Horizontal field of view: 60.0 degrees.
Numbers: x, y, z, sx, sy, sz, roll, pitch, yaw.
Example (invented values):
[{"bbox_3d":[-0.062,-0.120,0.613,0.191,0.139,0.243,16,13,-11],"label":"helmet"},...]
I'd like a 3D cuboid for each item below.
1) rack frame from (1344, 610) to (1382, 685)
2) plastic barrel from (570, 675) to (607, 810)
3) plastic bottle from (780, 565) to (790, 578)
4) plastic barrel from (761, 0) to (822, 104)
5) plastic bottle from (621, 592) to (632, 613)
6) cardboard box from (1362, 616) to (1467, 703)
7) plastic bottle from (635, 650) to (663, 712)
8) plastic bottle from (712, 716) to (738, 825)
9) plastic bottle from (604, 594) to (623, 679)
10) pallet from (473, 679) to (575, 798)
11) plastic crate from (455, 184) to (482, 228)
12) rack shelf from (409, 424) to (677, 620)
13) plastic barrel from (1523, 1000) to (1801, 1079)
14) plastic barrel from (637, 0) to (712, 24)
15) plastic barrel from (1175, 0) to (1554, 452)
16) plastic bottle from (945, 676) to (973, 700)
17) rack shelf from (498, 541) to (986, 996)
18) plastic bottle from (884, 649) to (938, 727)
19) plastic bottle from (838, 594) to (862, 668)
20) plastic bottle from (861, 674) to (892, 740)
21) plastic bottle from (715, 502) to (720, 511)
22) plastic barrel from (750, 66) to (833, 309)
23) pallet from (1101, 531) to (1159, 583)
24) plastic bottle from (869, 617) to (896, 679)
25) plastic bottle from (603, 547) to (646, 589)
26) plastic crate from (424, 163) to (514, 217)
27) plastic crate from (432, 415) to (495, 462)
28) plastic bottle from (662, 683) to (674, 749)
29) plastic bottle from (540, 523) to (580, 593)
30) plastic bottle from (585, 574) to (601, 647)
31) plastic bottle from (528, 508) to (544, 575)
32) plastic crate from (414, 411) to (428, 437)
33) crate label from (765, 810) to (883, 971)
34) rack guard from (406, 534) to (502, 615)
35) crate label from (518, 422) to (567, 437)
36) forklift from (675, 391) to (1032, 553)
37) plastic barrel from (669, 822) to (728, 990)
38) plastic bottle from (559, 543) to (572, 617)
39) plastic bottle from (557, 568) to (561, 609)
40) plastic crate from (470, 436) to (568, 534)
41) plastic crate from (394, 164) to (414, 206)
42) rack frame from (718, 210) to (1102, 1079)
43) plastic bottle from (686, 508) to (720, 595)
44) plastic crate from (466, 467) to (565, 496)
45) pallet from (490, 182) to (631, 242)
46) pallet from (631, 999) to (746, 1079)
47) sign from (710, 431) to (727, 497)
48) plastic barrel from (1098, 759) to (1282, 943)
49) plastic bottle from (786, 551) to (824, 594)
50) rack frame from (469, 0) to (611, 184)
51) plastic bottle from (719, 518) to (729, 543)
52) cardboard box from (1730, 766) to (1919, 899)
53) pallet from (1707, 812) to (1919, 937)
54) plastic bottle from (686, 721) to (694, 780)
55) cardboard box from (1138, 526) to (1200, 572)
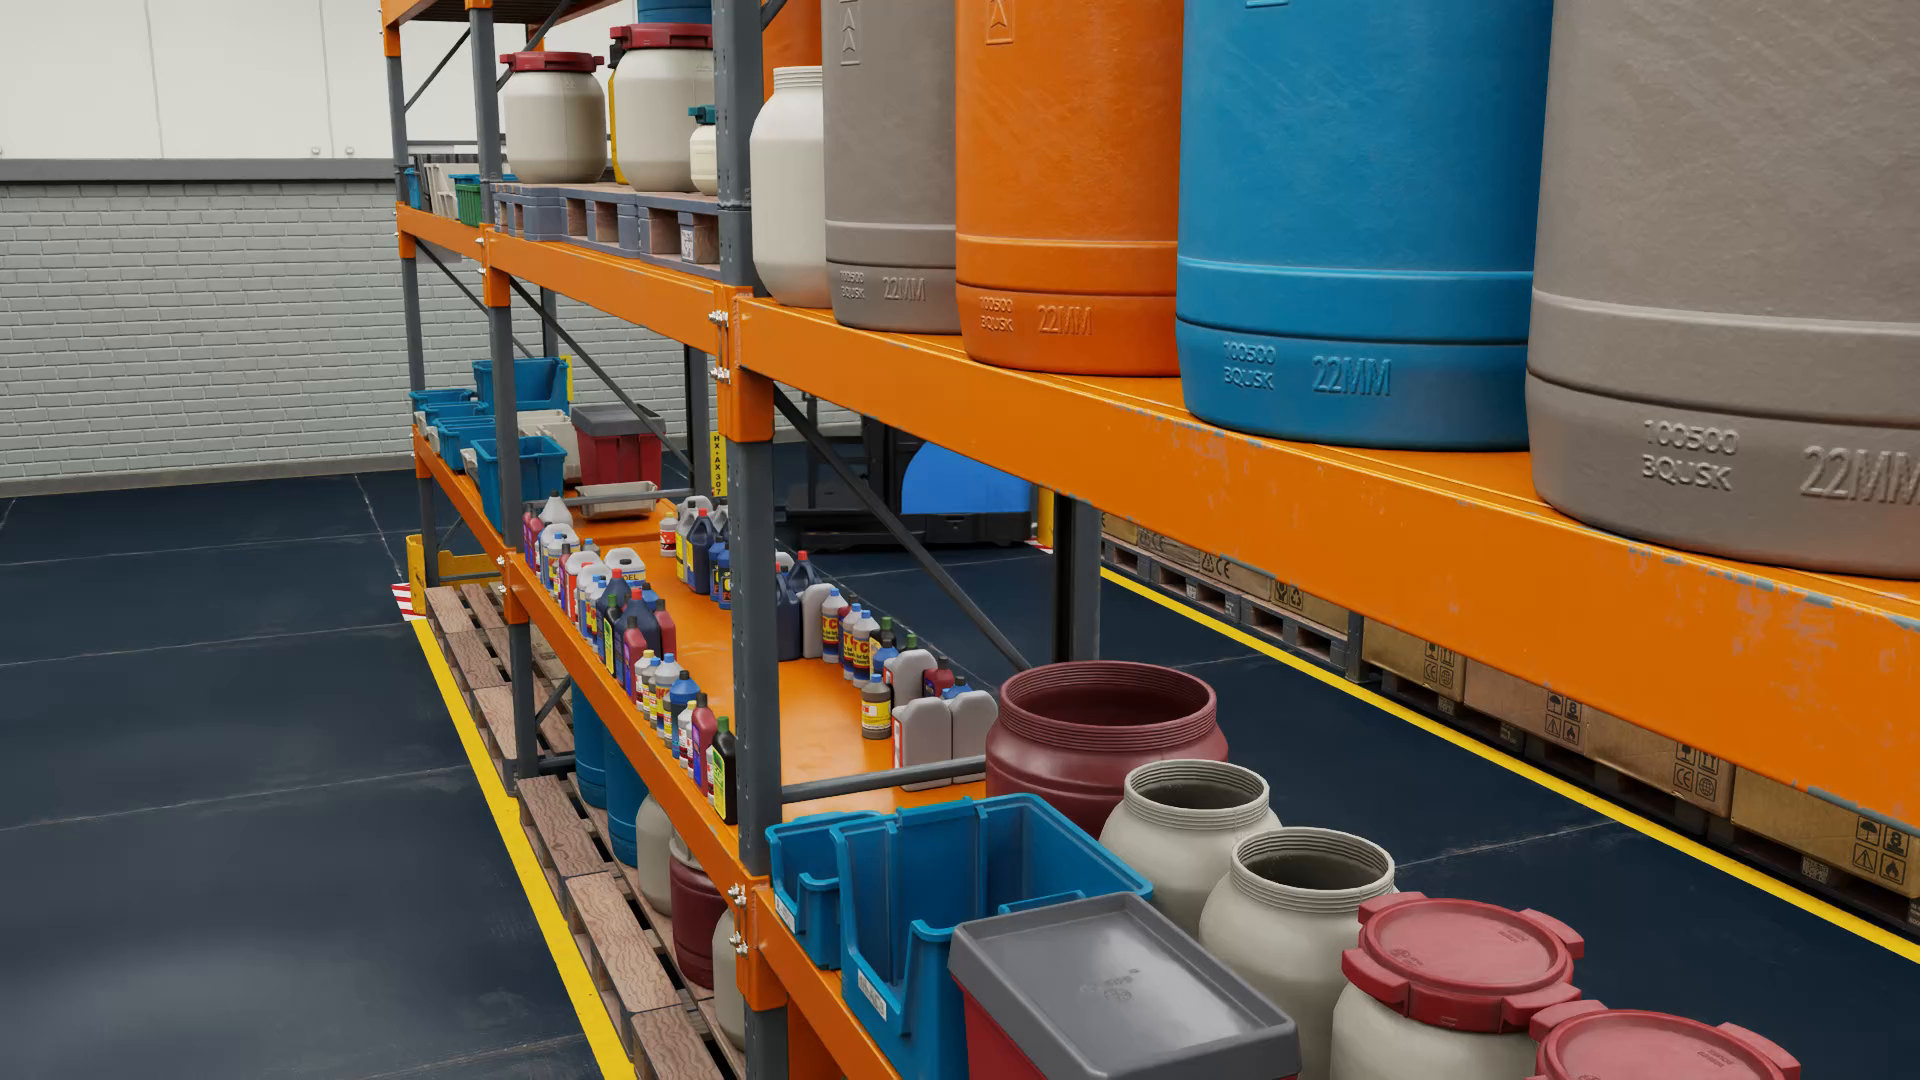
[{"bbox_3d":[2.836,-0.639,9.979,1.000,3.000,0.127,-6,14,-23],"label":"rack frame"},{"bbox_3d":[-1.500,0.740,7.743,0.600,0.901,0.708,-6,14,-23],"label":"plastic barrel"},{"bbox_3d":[-0.684,0.233,6.496,0.097,0.271,0.097,0,13,0],"label":"plastic bottle"},{"bbox_3d":[-0.325,-1.358,4.549,0.600,0.830,0.708,-6,14,-23],"label":"plastic barrel"},{"bbox_3d":[-1.183,0.339,6.011,0.061,0.283,0.133,-6,14,-23],"label":"plastic bottle"},{"bbox_3d":[3.111,0.322,9.607,1.225,0.875,0.875,-6,14,-23],"label":"cardboard box"},{"bbox_3d":[-1.048,0.472,5.617,0.097,0.201,0.097,0,13,0],"label":"plastic bottle"},{"bbox_3d":[-0.653,0.646,4.683,0.061,0.283,0.133,-6,14,-23],"label":"plastic bottle"},{"bbox_3d":[-1.238,0.345,5.987,0.061,0.283,0.133,-6,14,-23],"label":"plastic bottle"},{"bbox_3d":[-2.032,1.018,9.001,1.003,0.211,1.213,-6,14,-23],"label":"pallet"},{"bbox_3d":[-2.149,-1.610,7.992,0.450,0.188,0.662,-6,14,-23],"label":"plastic crate"},{"bbox_3d":[-2.504,-0.254,9.912,1.077,0.370,4.000,-6,14,-23],"label":"rack shelf"},{"bbox_3d":[1.026,1.026,2.484,0.433,0.535,0.433,0,13,0],"label":"plastic barrel"},{"bbox_3d":[-0.879,-1.763,6.140,0.600,0.901,0.708,-6,14,-23],"label":"plastic barrel"},{"bbox_3d":[0.576,-0.600,2.047,0.600,0.901,0.708,-6,14,-23],"label":"plastic barrel"},{"bbox_3d":[0.001,0.552,5.116,0.097,0.271,0.097,0,13,0],"label":"plastic bottle"},{"bbox_3d":[-0.901,0.572,6.342,1.077,0.370,4.000,-6,14,-23],"label":"rack shelf"},{"bbox_3d":[-0.163,0.481,5.415,0.152,0.276,0.135,-6,14,-23],"label":"plastic bottle"},{"bbox_3d":[-0.398,0.330,6.050,0.061,0.283,0.133,-6,14,-23],"label":"plastic bottle"},{"bbox_3d":[-0.269,0.532,5.358,0.097,0.201,0.097,0,13,0],"label":"plastic bottle"},{"bbox_3d":[-1.114,-0.039,7.645,0.061,0.283,0.133,-6,14,-23],"label":"plastic bottle"},{"bbox_3d":[-0.256,-0.789,3.727,0.421,0.512,0.421,0,13,0],"label":"plastic barrel"},{"bbox_3d":[1.626,0.051,13.181,1.003,0.211,1.213,-6,14,-23],"label":"pallet"},{"bbox_3d":[-0.267,0.398,5.757,0.061,0.283,0.133,-6,14,-23],"label":"plastic bottle"},{"bbox_3d":[-1.356,0.176,6.731,0.152,0.276,0.135,-6,14,-23],"label":"plastic bottle"},{"bbox_3d":[-2.700,-1.936,9.193,0.437,0.282,0.530,-6,14,-23],"label":"plastic crate"},{"bbox_3d":[-2.980,-0.613,10.104,0.416,0.233,0.300,-6,14,-23],"label":"plastic crate"},{"bbox_3d":[-0.892,0.553,5.269,0.097,0.201,0.097,0,13,0],"label":"plastic bottle"},{"bbox_3d":[-1.719,0.074,7.171,0.152,0.276,0.135,-6,14,-23],"label":"plastic bottle"},{"bbox_3d":[-1.381,0.267,6.351,0.097,0.271,0.097,0,13,0],"label":"plastic bottle"},{"bbox_3d":[-1.893,0.007,7.446,0.061,0.283,0.133,-6,14,-23],"label":"plastic bottle"},{"bbox_3d":[-3.455,-0.764,10.972,0.250,0.136,0.298,-6,14,-23],"label":"plastic crate"},{"bbox_3d":[-0.275,0.837,3.972,0.303,0.233,0.416,-6,14,-23],"label":"crate label"},{"bbox_3d":[-3.326,0.196,11.915,1.175,0.500,0.348,-6,14,-23],"label":"rack guard"},{"bbox_3d":[-2.575,-0.650,10.479,0.396,0.136,0.243,-6,14,-23],"label":"crate label"},{"bbox_3d":[-0.952,-1.445,13.615,3.031,2.935,1.130,-1,13,-3],"label":"forklift"},{"bbox_3d":[-0.764,1.272,6.138,0.600,0.588,0.708,-6,14,-23],"label":"plastic barrel"},{"bbox_3d":[-1.591,0.163,6.772,0.061,0.283,0.133,-6,14,-23],"label":"plastic bottle"},{"bbox_3d":[-1.620,0.177,6.892,0.097,0.201,0.097,0,13,0],"label":"plastic bottle"},{"bbox_3d":[-2.202,-0.279,8.325,0.392,0.384,0.575,-6,14,-23],"label":"plastic crate"},{"bbox_3d":[-3.406,-2.311,10.841,0.497,0.269,0.590,-6,14,-23],"label":"plastic crate"},{"bbox_3d":[-0.100,0.635,4.475,1.000,3.000,0.127,-6,14,-23],"label":"rack frame"},{"bbox_3d":[-1.092,0.044,7.137,0.144,0.351,0.185,-6,14,-23],"label":"plastic bottle"},{"bbox_3d":[-2.397,-0.294,8.964,0.437,0.125,0.590,-6,14,-23],"label":"plastic crate"},{"bbox_3d":[-1.299,-1.408,7.067,1.213,0.211,1.003,-6,14,-23],"label":"pallet"},{"bbox_3d":[-0.454,1.834,5.477,1.003,0.211,1.213,-6,14,-23],"label":"pallet"},{"bbox_3d":[-1.198,-0.376,8.228,0.100,0.325,0.005,-6,14,-23],"label":"sign"},{"bbox_3d":[0.508,0.773,3.628,0.421,0.512,0.421,0,13,0],"label":"plastic barrel"},{"bbox_3d":[-0.593,0.220,6.375,0.144,0.351,0.185,-6,14,-23],"label":"plastic bottle"},{"bbox_3d":[-1.702,-3.114,7.369,1.000,3.000,0.127,-6,14,-23],"label":"rack frame"},{"bbox_3d":[-0.960,0.031,7.194,0.144,0.351,0.185,-6,14,-23],"label":"plastic bottle"},{"bbox_3d":[4.181,0.873,7.224,1.225,0.875,0.875,-6,14,-26],"label":"cardboard box"},{"bbox_3d":[4.191,1.376,7.456,1.003,0.211,1.213,-6,14,-23],"label":"pallet"},{"bbox_3d":[-0.775,0.613,5.008,0.097,0.201,0.097,0,13,0],"label":"plastic bottle"},{"bbox_3d":[1.928,-0.322,12.389,0.875,0.875,0.875,-6,14,-23],"label":"cardboard box"}]
